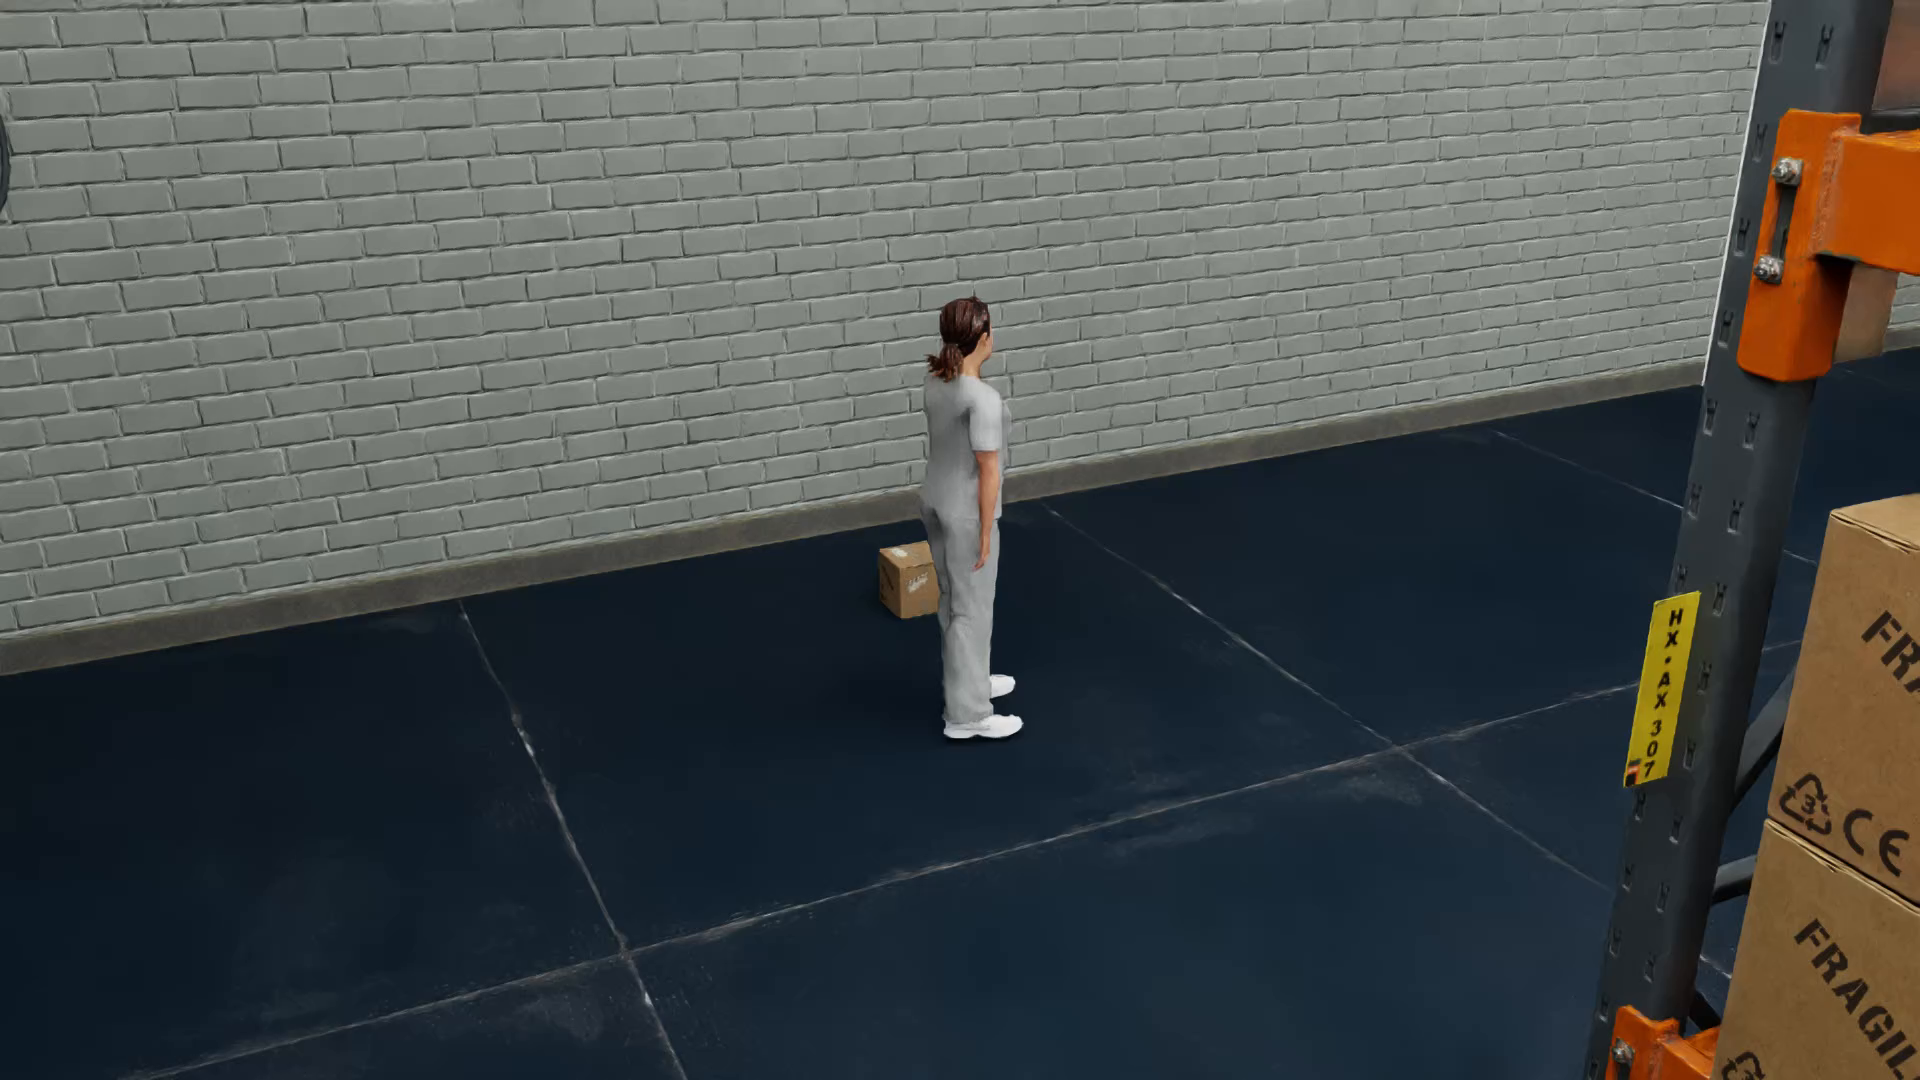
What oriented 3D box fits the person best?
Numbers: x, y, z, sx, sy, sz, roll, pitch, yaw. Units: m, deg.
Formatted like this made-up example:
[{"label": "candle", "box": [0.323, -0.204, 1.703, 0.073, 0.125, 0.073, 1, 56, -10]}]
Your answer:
[{"label": "person", "box": [0.064, -0.095, 6.292, 0.468, 1.664, 0.525, -14, 26, -31]}]
